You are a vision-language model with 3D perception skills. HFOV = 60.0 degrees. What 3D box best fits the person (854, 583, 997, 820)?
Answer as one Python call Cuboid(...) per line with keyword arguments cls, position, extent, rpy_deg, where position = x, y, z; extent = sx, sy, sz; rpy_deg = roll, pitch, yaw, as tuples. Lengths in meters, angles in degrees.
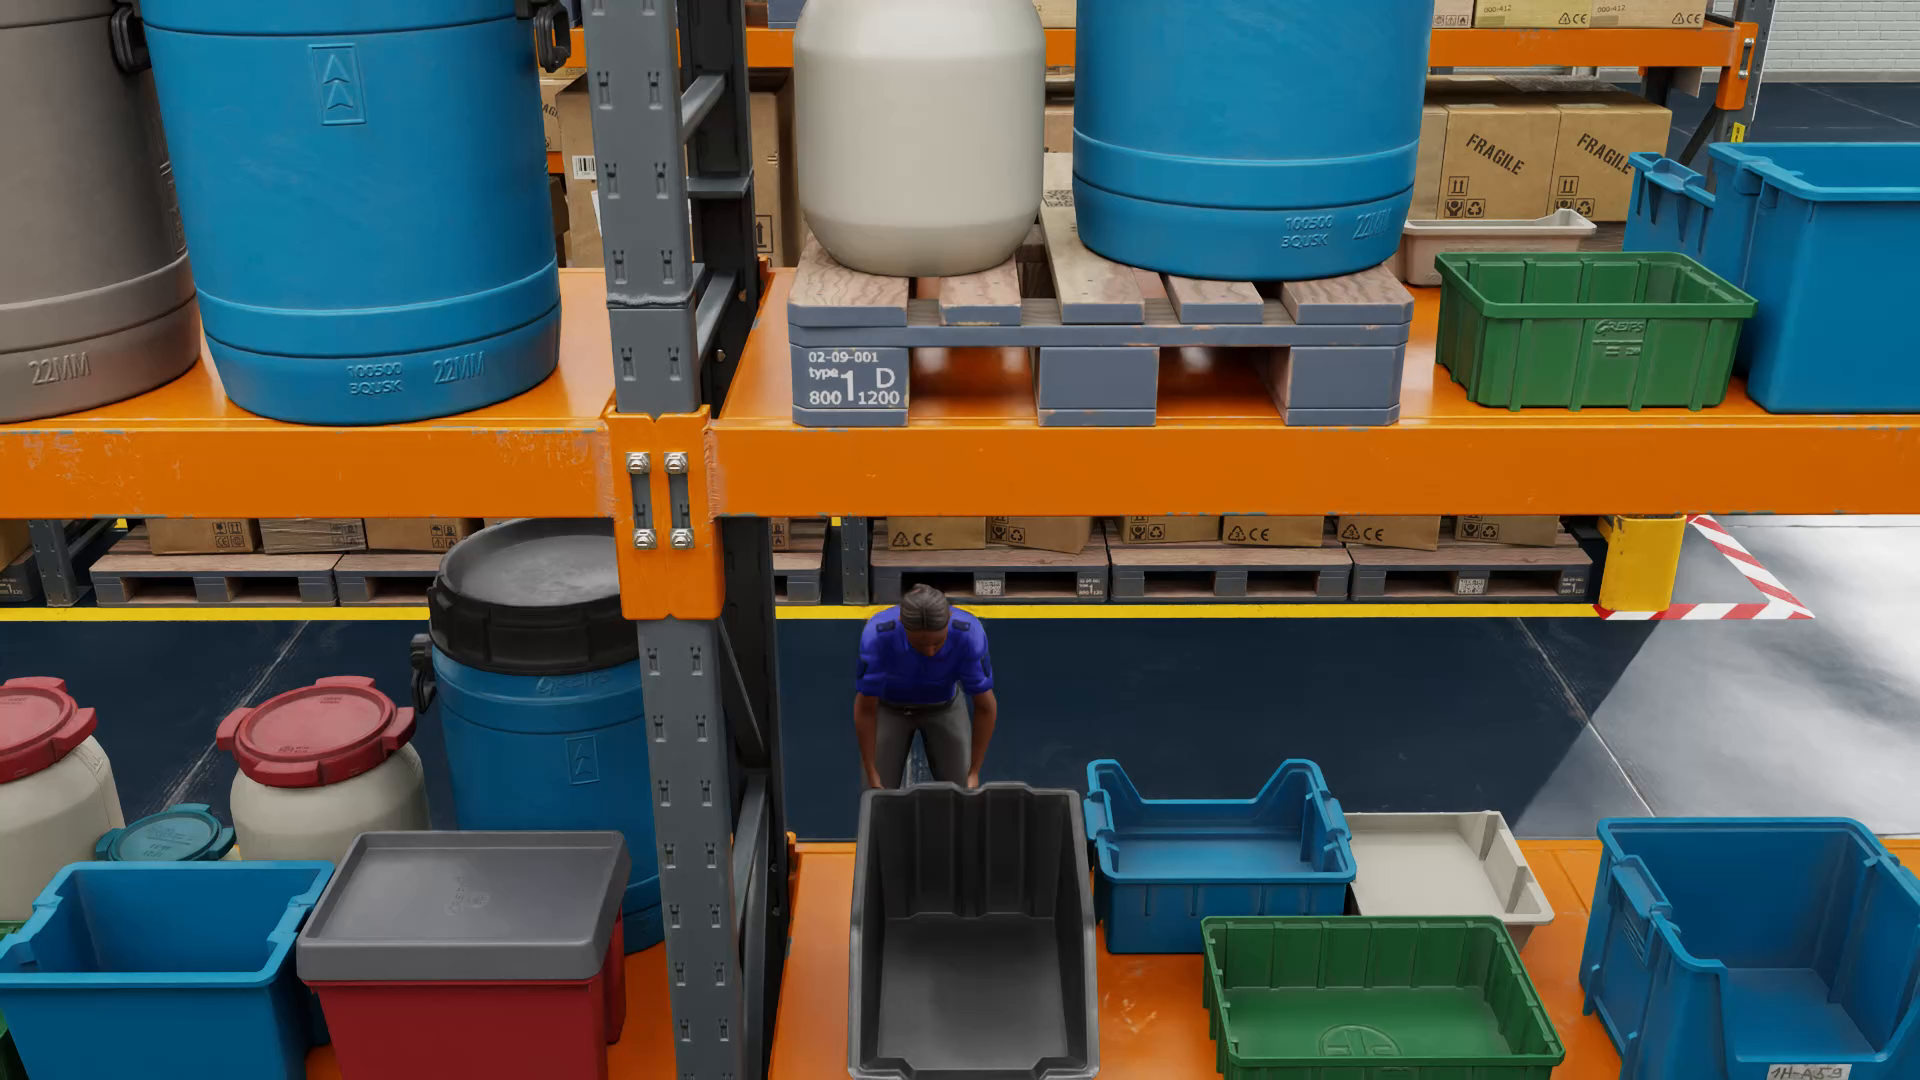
Cuboid(cls="person", position=(-0.120, 0.707, 5.880), extent=(0.495, 1.390, 0.617), rpy_deg=(0, 24, 0))
